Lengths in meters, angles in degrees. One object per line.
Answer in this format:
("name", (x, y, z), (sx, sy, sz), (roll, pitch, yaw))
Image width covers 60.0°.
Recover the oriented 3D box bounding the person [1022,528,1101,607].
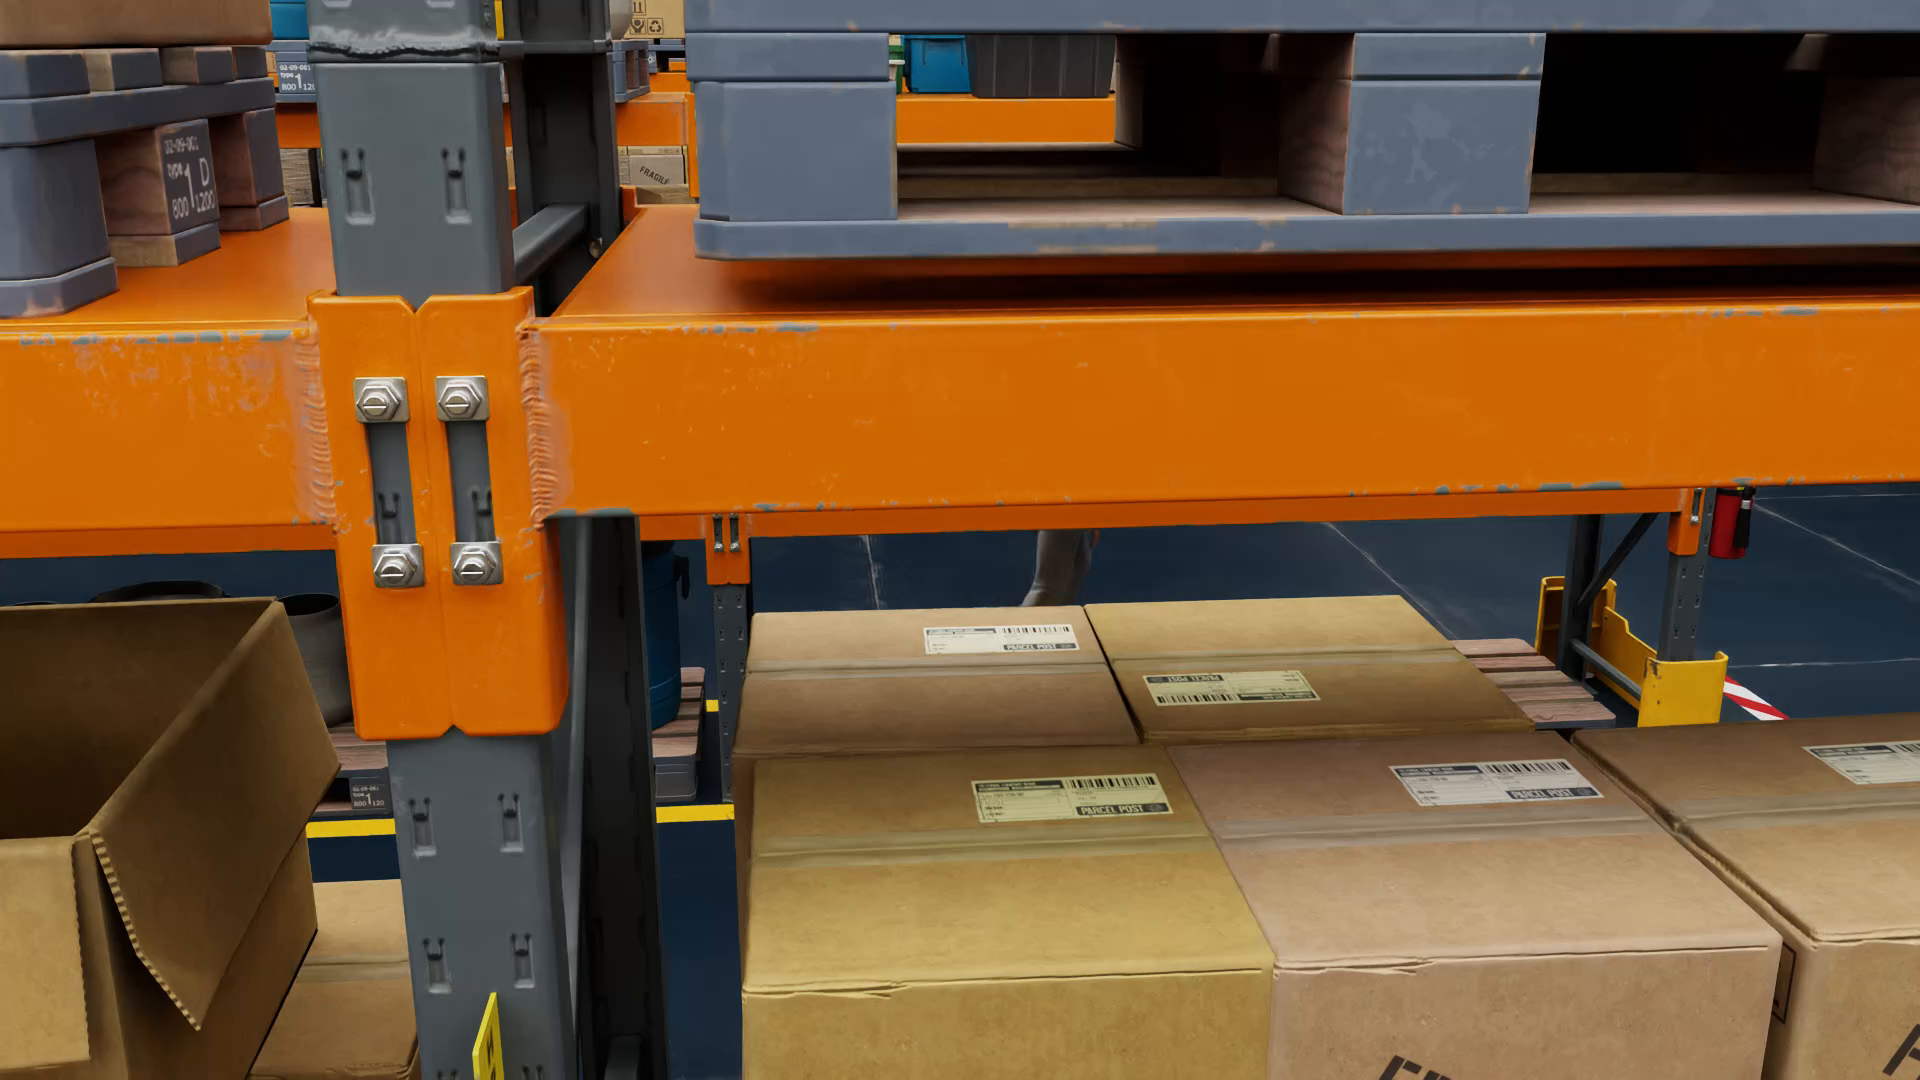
("person", (0.472, -0.124, 7.942), (0.536, 1.672, 0.472), (-9, 19, -28))
